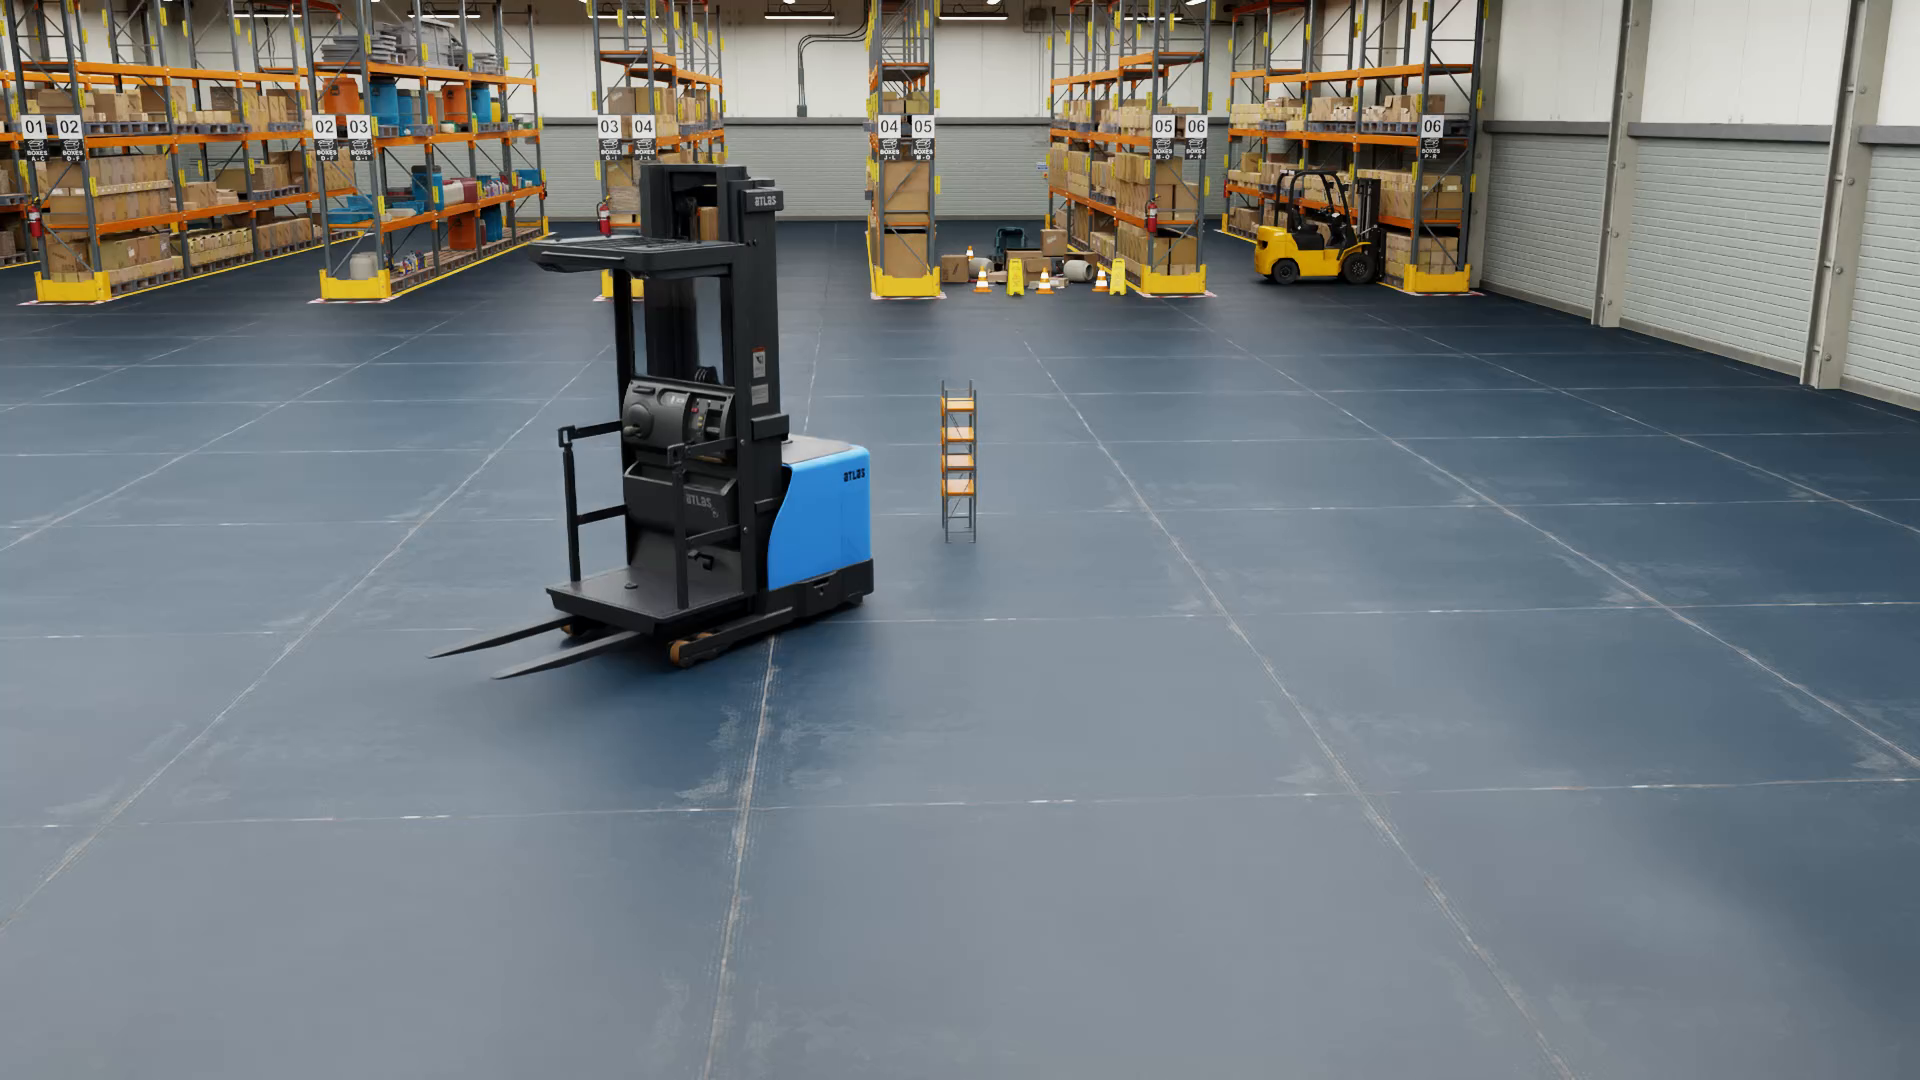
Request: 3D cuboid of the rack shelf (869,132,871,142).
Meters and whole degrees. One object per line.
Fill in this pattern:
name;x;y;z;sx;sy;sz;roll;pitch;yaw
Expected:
rack shelf;-1.830;-10.539;43.391;1.077;0.370;4.000;-1;14;-3

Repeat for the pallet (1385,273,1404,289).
pallet;8.836;-4.971;31.923;1.003;0.211;1.213;-1;14;-3

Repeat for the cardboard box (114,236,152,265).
cardboard box;-15.709;-5.494;31.531;0.500;0.500;0.500;-1;14;-3

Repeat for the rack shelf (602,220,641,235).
rack shelf;-6.044;-6.050;31.966;1.077;0.370;4.000;-1;14;-3

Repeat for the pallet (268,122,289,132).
pallet;-16.513;-9.674;38.964;1.213;0.211;1.003;-1;14;-3

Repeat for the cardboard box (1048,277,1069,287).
cardboard box;1.874;-4.968;32.038;0.380;0.149;0.250;7;16;26

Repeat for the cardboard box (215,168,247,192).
cardboard box;-16.454;-8.146;37.622;0.700;0.500;0.500;-6;16;-22

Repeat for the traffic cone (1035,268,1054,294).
traffic cone;1.570;-4.811;30.797;0.336;0.463;0.334;-1;14;-3

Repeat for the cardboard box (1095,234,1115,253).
cardboard box;3.554;-6.651;37.286;0.950;0.372;0.625;-1;14;-5

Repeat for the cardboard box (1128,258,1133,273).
cardboard box;3.591;-5.382;32.600;0.500;0.250;0.500;-1;14;-5

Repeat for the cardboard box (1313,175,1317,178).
cardboard box;8.215;-8.270;37.648;0.380;0.149;0.250;0;14;-2

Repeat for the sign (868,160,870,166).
sign;-2.248;-9.346;41.594;0.100;0.325;0.005;-1;14;-3

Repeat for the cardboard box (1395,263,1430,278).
cardboard box;8.581;-5.116;31.564;0.500;0.250;0.500;-1;14;-3

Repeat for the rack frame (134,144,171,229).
rack frame;-21.742;-9.651;44.517;1.000;3.000;0.127;-1;14;-3

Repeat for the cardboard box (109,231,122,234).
cardboard box;-21.439;-7.837;41.639;0.700;0.500;0.500;-1;14;-3

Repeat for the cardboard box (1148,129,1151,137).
cardboard box;3.670;-7.470;30.523;0.380;0.149;0.250;-1;14;-3

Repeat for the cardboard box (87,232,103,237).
cardboard box;-21.325;-7.659;40.245;0.750;0.750;0.750;-1;14;-3

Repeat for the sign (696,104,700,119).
sign;-5.874;-9.602;37.268;0.100;0.325;0.005;-1;14;-3

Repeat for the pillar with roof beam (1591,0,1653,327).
pillar with roof beam;5.857;-7.666;24.761;9.100;9.000;0.400;-1;14;-3

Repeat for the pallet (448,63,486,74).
pallet;-11.373;-10.615;37.403;1.213;0.211;1.003;-1;14;-3

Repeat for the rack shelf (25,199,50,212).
rack shelf;-21.371;-7.811;38.807;1.077;0.370;4.000;-1;14;-3

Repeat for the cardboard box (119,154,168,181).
cardboard box;-16.021;-7.311;32.616;0.700;0.500;0.500;-1;14;-3

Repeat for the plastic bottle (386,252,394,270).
plastic bottle;-11.331;-5.545;32.991;0.144;0.351;0.185;-1;14;-3

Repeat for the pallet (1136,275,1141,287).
pallet;3.952;-4.925;31.746;1.003;0.211;1.213;-1;14;-3

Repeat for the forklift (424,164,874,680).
forklift;-1.890;-0.787;10.204;1.130;2.935;3.031;11;18;36

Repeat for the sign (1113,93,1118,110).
sign;3.170;-8.934;33.880;0.100;0.325;0.005;-1;14;-3

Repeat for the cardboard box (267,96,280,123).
cardboard box;-16.529;-10.194;39.364;0.600;0.600;0.600;-1;14;-4

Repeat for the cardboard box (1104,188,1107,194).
cardboard box;3.362;-7.639;36.359;0.380;0.149;0.250;0;14;-2

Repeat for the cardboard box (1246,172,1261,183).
cardboard box;7.843;-9.559;43.864;0.500;0.250;0.500;-1;14;-4

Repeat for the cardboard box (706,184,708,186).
cardboard box;-6.272;-8.444;39.626;0.500;0.500;0.500;-1;14;-3

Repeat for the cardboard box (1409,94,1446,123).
cardboard box;8.655;-7.991;30.801;0.500;0.500;0.500;0;14;-2

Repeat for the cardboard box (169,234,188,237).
cardboard box;-16.433;-6.237;34.798;0.500;0.311;0.500;-1;14;-4

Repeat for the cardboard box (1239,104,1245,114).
cardboard box;7.768;-11.512;44.429;0.500;0.250;0.500;-1;14;-4

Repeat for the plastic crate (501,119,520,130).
plastic crate;-11.410;-10.512;42.105;0.497;0.269;0.590;-1;14;-3

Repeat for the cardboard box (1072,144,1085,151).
cardboard box;2.983;-10.024;42.459;0.380;0.149;0.250;-1;14;-2

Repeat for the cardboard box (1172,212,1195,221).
cardboard box;4.157;-6.020;30.910;0.380;0.149;0.250;-1;14;-3

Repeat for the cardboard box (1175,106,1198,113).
cardboard box;4.153;-7.863;30.451;0.380;0.149;0.250;-1;14;-4

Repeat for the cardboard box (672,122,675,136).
cardboard box;-5.857;-8.037;32.524;0.500;0.250;0.500;-1;14;-2

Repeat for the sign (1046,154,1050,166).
sign;2.426;-10.484;45.858;0.100;0.325;0.005;-1;14;-3

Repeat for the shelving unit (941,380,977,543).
shelving unit;-0.010;-0.622;13.037;0.258;1.200;0.503;-1;14;-3

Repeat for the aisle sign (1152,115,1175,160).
aisle sign;3.686;-7.293;30.136;0.394;0.787;0.004;-1;14;-3

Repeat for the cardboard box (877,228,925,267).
cardboard box;-1.127;-5.514;31.857;0.875;0.875;0.875;-1;14;-4

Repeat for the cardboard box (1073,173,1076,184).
cardboard box;3.039;-8.839;40.659;0.500;0.250;0.500;-1;14;-3

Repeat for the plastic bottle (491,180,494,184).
plastic bottle;-11.367;-8.560;40.373;0.144;0.351;0.185;-1;14;-3

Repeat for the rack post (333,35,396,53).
rack post;-11.014;-9.175;30.779;0.937;0.300;0.954;-1;14;-4

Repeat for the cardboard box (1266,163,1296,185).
cardboard box;8.021;-9.116;41.392;0.700;0.500;0.500;-1;14;-3

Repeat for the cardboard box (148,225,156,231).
cardboard box;-21.568;-8.347;43.622;0.700;0.500;0.500;-1;14;-4

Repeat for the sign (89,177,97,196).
sign;-15.253;-6.214;29.262;0.100;0.325;0.005;-1;14;-3

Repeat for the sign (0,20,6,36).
sign;-20.706;-11.068;35.952;0.100;0.325;0.005;-1;14;-3

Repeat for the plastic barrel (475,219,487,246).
plastic barrel;-11.476;-7.252;39.190;0.600;0.588;0.708;-1;14;-3

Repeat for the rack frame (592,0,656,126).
rack frame;-5.920;-8.807;29.195;1.000;3.000;0.127;-1;14;-3
